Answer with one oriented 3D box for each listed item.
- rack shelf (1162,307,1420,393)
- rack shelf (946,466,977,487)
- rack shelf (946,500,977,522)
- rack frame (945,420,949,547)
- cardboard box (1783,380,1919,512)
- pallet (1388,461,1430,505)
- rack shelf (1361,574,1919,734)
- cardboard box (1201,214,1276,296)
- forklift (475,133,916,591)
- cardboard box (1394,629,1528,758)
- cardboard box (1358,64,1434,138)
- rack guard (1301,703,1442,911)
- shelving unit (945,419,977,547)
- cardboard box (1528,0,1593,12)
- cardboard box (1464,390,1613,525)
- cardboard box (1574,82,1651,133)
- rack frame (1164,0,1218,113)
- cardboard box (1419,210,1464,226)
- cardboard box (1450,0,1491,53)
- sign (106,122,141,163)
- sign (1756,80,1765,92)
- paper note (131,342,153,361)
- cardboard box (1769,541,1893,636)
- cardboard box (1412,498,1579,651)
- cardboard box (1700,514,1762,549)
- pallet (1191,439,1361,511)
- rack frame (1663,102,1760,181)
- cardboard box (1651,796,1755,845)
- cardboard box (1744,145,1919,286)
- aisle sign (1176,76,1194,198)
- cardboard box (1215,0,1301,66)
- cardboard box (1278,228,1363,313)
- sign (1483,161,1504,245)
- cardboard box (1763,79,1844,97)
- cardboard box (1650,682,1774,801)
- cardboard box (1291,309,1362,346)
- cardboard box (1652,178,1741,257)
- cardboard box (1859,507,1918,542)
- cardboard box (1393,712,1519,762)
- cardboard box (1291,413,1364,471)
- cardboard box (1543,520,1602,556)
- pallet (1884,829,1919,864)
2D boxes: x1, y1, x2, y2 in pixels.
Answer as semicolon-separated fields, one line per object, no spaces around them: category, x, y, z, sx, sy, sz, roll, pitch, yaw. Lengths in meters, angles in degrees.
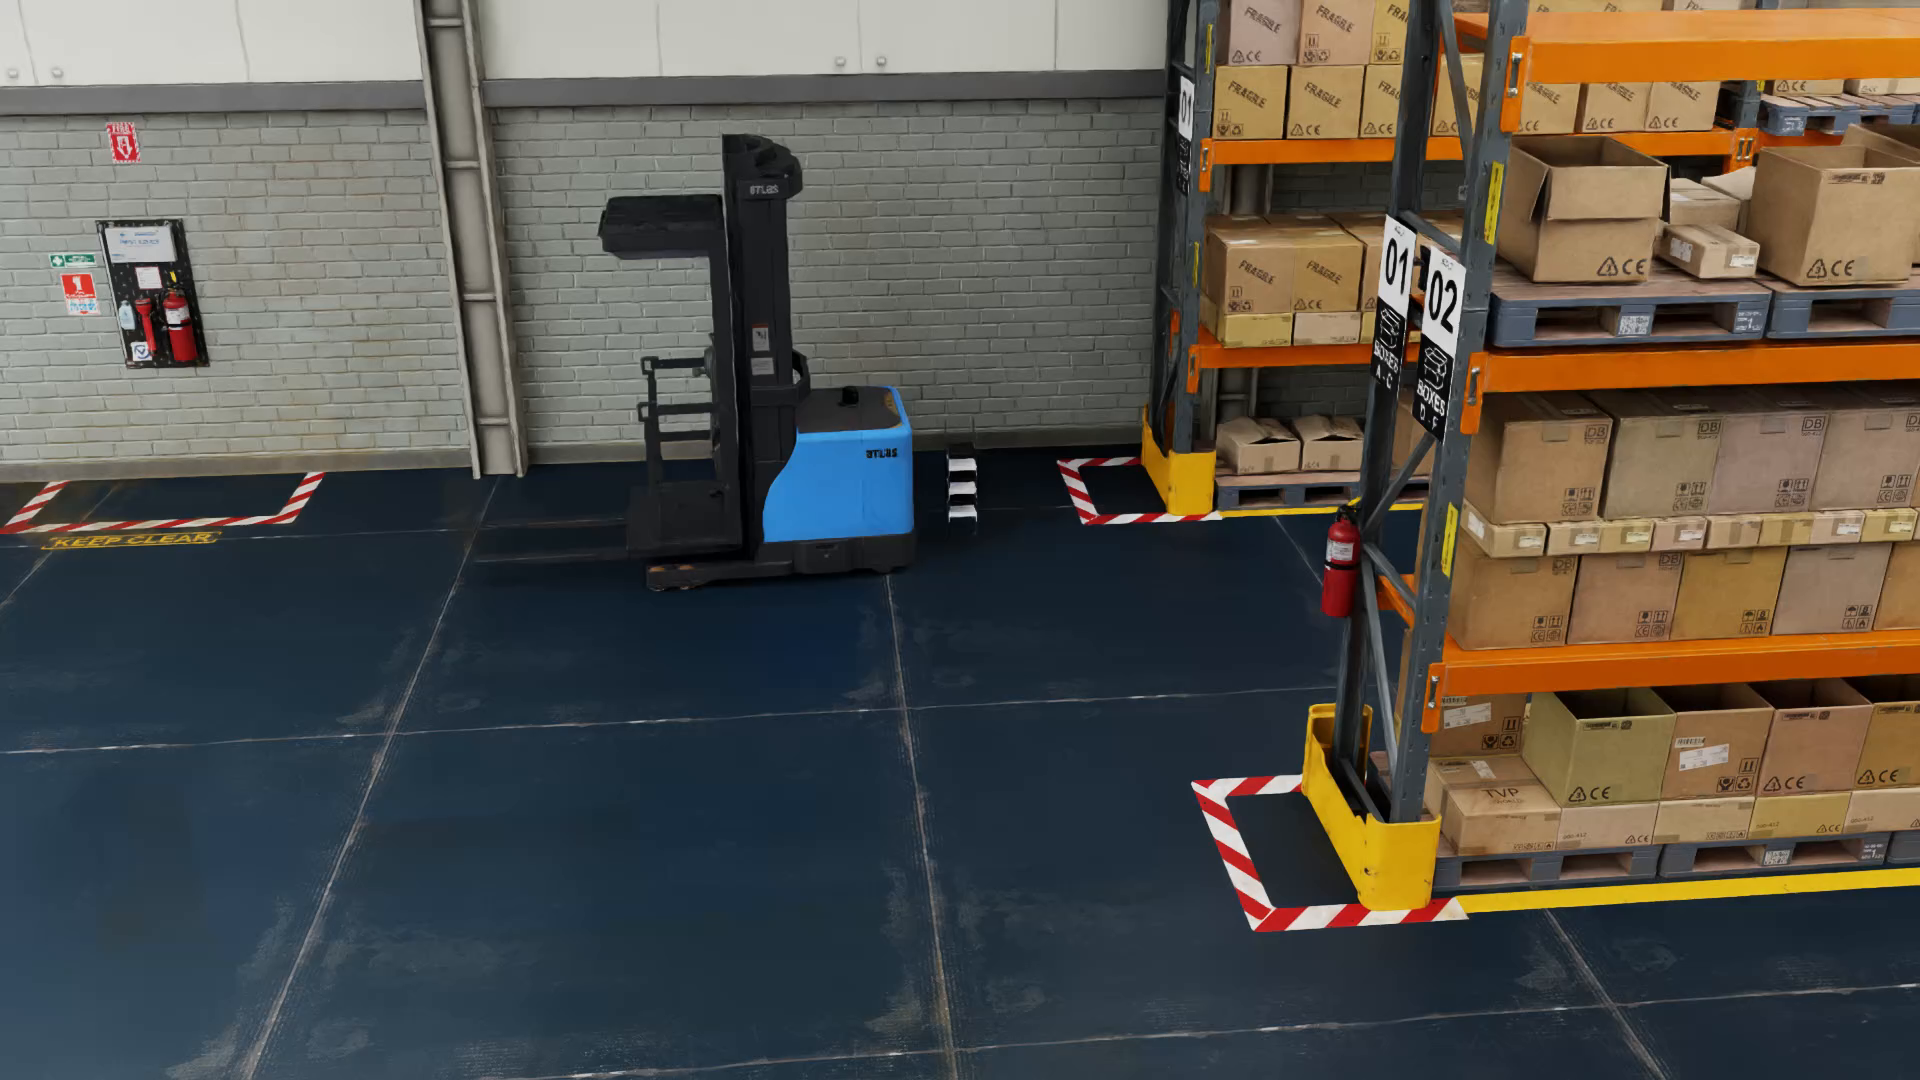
rack shelf;3.625;-1.545;12.918;4.000;0.370;1.077;-2;24;-5
rack shelf;0.008;-0.463;12.045;0.200;0.077;0.258;-2;24;-5
rack shelf;0.008;-0.217;12.155;0.200;0.077;0.258;-2;24;-5
rack frame;-0.093;-0.407;12.059;0.006;0.900;0.240;-2;24;-5
cardboard box;4.167;-0.509;7.983;0.500;0.500;0.700;-2;24;-5
pallet;3.734;-0.588;13.313;1.213;0.211;1.003;-2;24;-5
rack shelf;4.116;0.457;8.414;4.000;0.370;1.077;-2;24;-5
cardboard box;2.083;-2.182;12.702;0.500;0.500;0.500;-3;24;-6
forklift;-1.873;-1.216;11.378;3.031;2.935;1.130;-3;24;-8
cardboard box;2.630;0.789;8.728;0.500;0.500;0.500;-2;24;-5
cardboard box;3.047;-3.161;11.828;0.500;0.500;0.500;-1;24;-3
rack guard;2.102;1.352;8.594;0.348;0.500;1.175;-2;24;-5
shelving unit;0.008;-0.412;12.068;0.210;0.900;0.258;-2;24;-5
cardboard box;4.081;-3.655;11.708;0.500;0.500;0.500;-3;24;-7
cardboard box;2.644;-0.446;7.839;0.500;0.500;0.700;-2;24;-5
cardboard box;4.633;-3.244;12.014;0.500;0.500;0.500;-4;24;-10
rack frame;1.635;-4.535;11.374;0.127;3.000;1.000;-2;24;-5
cardboard box;3.600;-2.240;12.834;0.500;0.500;0.500;-2;24;-4
cardboard box;3.574;-3.853;12.154;0.500;0.500;0.500;-2;24;-5
sign;-6.205;-2.948;12.335;0.199;0.298;0.001;-2;24;-5
sign;5.677;-3.341;11.745;0.005;0.325;0.100;-2;24;-5
paper note;-6.370;-1.467;12.942;0.142;0.148;0.016;-2;24;-5
cardboard box;4.132;0.086;8.240;0.500;0.500;0.700;-2;24;-4
cardboard box;2.592;0.149;8.098;0.500;0.500;0.700;-2;24;-5
cardboard box;3.565;-0.104;7.870;0.250;0.149;0.380;-3;24;-7
pallet;2.523;-0.541;13.207;1.213;0.211;1.003;-2;24;-5
rack frame;5.616;-1.953;12.952;0.127;3.000;1.000;-2;24;-5
cardboard box;3.676;1.300;8.500;0.500;0.250;0.500;-2;24;-5
cardboard box;3.805;-1.420;7.245;0.500;0.500;0.500;-2;24;-5
aisle sign;1.593;-2.858;11.785;0.004;0.787;0.394;-2;24;-5
cardboard box;2.042;-3.593;11.570;0.500;0.500;0.500;-4;24;-9
cardboard box;2.633;-1.990;12.271;0.500;0.500;0.500;-2;24;-5
sign;2.174;-1.373;6.780;0.005;0.325;0.100;-2;24;-5
cardboard box;6.168;-3.551;12.213;0.500;0.500;0.500;1;24;2
cardboard box;3.675;0.953;8.358;0.500;0.500;0.500;-2;24;-5
cardboard box;2.667;-1.652;12.434;0.500;0.250;0.500;-3;24;-7
cardboard box;3.246;-1.502;7.739;0.500;0.250;0.500;-2;24;-5
cardboard box;4.329;-0.134;7.937;0.250;0.149;0.380;-2;24;-3
cardboard box;2.630;1.132;8.878;0.500;0.250;0.500;-2;24;-5
cardboard box;2.900;-0.780;13.081;0.500;0.311;0.500;0;24;-1
cardboard box;2.800;-0.074;7.802;0.250;0.149;0.380;-3;24;-7
pallet;5.311;1.338;8.980;1.213;0.211;1.003;-2;24;-5
